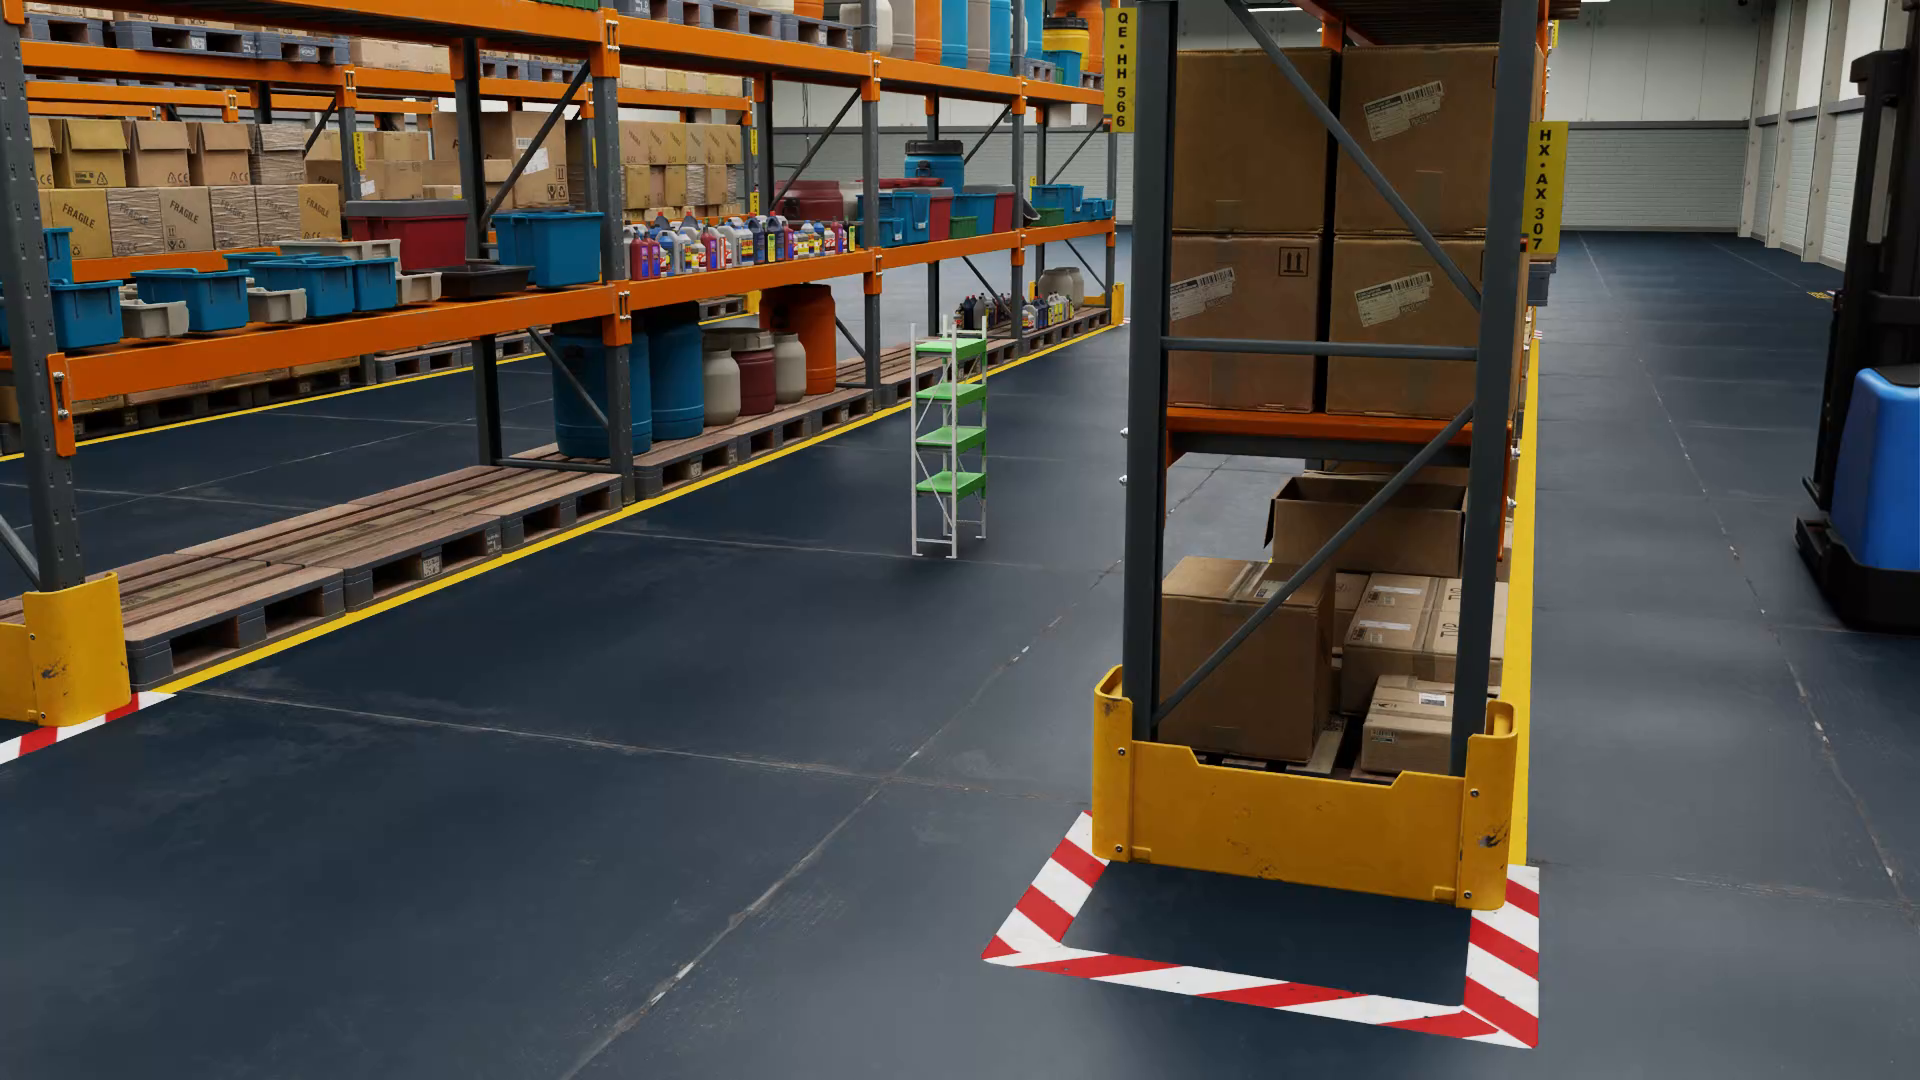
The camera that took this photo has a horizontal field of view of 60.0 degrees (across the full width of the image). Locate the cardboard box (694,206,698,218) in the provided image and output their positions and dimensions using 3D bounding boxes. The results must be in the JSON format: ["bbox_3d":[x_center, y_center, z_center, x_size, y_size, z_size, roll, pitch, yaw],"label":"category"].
[{"bbox_3d":[-3.524,-4.128,20.897,0.380,0.149,0.250,4,14,18],"label":"cardboard box"}]

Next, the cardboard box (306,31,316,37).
[{"bbox_3d":[-5.909,-4.778,15.094,0.500,0.500,0.500,5,14,20],"label":"cardboard box"}]

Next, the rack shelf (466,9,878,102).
[{"bbox_3d":[-1.787,-3.239,11.314,1.077,0.370,4.000,4,14,18],"label":"rack shelf"}]

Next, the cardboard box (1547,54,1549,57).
[{"bbox_3d":[6.011,-5.276,17.702,0.500,0.250,0.500,4,14,18],"label":"cardboard box"}]

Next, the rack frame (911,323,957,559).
[{"bbox_3d":[-0.133,-0.499,8.477,0.240,1.200,0.015,4,14,18],"label":"rack frame"}]

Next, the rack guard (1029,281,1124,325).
[{"bbox_3d":[1.468,-2.995,20.986,1.175,0.500,0.348,4,14,18],"label":"rack guard"}]

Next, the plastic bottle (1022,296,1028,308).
[{"bbox_3d":[0.672,-2.464,18.008,0.144,0.351,0.185,4,14,18],"label":"plastic bottle"}]

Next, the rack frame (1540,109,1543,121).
[{"bbox_3d":[4.840,-3.033,15.537,1.000,3.000,0.127,4,14,18],"label":"rack frame"}]

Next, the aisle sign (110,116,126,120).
[{"bbox_3d":[-12.888,-6.606,25.347,0.394,0.787,0.004,4,14,18],"label":"aisle sign"}]

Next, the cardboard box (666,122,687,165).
[{"bbox_3d":[-3.672,-4.822,20.232,0.500,0.500,0.500,4,14,18],"label":"cardboard box"}]

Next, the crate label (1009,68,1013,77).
[{"bbox_3d":[0.530,-5.253,18.853,0.502,0.251,0.408,4,14,18],"label":"crate label"}]

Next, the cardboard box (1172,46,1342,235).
[{"bbox_3d":[0.841,-1.156,4.842,0.500,0.500,0.500,4,14,18],"label":"cardboard box"}]

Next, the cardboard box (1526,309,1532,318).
[{"bbox_3d":[4.654,-1.850,14.328,0.500,0.311,0.500,4,14,18],"label":"cardboard box"}]

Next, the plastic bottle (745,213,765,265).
[{"bbox_3d":[-1.431,-2.070,11.429,0.144,0.351,0.185,4,14,18],"label":"plastic bottle"}]

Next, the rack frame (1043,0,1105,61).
[{"bbox_3d":[1.449,-7.158,20.125,1.000,3.000,0.127,4,14,18],"label":"rack frame"}]

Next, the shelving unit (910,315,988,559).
[{"bbox_3d":[-0.054,-0.550,8.702,0.258,1.200,0.503,4,14,18],"label":"shelving unit"}]

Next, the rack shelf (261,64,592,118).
[{"bbox_3d":[-5.179,-4.438,16.566,1.077,0.370,4.000,4,14,18],"label":"rack shelf"}]

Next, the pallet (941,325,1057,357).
[{"bbox_3d":[0.411,-2.170,18.019,1.003,0.211,1.213,4,14,18],"label":"pallet"}]

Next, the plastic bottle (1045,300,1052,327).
[{"bbox_3d":[0.962,-2.493,18.283,0.061,0.283,0.133,5,14,21],"label":"plastic bottle"}]

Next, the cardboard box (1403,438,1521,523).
[{"bbox_3d":[2.336,-0.204,7.771,0.500,0.500,0.500,4,14,18],"label":"cardboard box"}]

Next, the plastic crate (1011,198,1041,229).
[{"bbox_3d":[0.444,-3.462,17.552,0.767,0.338,0.504,4,14,18],"label":"plastic crate"}]

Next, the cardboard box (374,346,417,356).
[{"bbox_3d":[-5.629,-2.043,15.829,0.700,0.500,0.500,4,13,15],"label":"cardboard box"}]

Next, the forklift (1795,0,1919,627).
[{"bbox_3d":[4.848,-1.284,8.027,1.130,2.935,3.031,5,14,20],"label":"forklift"}]

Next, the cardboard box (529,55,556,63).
[{"bbox_3d":[-4.778,-5.373,17.871,0.797,0.503,0.637,4,13,16],"label":"cardboard box"}]

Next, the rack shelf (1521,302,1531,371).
[{"bbox_3d":[2.899,-1.419,10.082,1.077,0.370,4.000,4,14,18],"label":"rack shelf"}]

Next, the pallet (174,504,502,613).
[{"bbox_3d":[-3.028,0.069,8.213,1.003,0.211,1.213,4,14,18],"label":"pallet"}]

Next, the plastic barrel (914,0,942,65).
[{"bbox_3d":[-0.457,-4.515,14.324,0.600,0.830,0.708,4,14,18],"label":"plastic barrel"}]

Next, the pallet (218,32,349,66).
[{"bbox_3d":[-5.985,-4.136,14.052,1.213,0.211,1.003,5,14,21],"label":"pallet"}]

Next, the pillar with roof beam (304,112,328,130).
[{"bbox_3d":[-10.435,-10.719,35.730,9.100,9.000,0.400,4,14,18],"label":"pillar with roof beam"}]

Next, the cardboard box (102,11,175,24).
[{"bbox_3d":[-6.467,-4.191,12.692,0.797,0.503,0.637,4,14,18],"label":"cardboard box"}]

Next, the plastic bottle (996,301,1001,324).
[{"bbox_3d":[0.414,-2.572,18.632,0.061,0.283,0.133,4,14,18],"label":"plastic bottle"}]

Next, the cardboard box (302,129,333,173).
[{"bbox_3d":[-8.668,-5.028,21.514,0.875,0.550,0.550,4,14,18],"label":"cardboard box"}]

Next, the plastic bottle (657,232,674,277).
[{"bbox_3d":[-1.817,-1.764,10.266,0.097,0.271,0.097,0,13,0],"label":"plastic bottle"}]

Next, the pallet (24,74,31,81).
[{"bbox_3d":[-10.329,-4.793,16.931,1.213,0.211,1.003,5,14,21],"label":"pallet"}]

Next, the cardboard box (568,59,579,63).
[{"bbox_3d":[-4.135,-5.377,18.506,0.380,0.149,0.250,4,13,17],"label":"cardboard box"}]

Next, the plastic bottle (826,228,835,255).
[{"bbox_3d":[-0.996,-2.264,12.614,0.097,0.201,0.097,0,13,0],"label":"plastic bottle"}]

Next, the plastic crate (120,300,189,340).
[{"bbox_3d":[-3.155,-0.855,6.449,0.250,0.136,0.298,4,14,18],"label":"plastic crate"}]

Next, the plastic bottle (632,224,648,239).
[{"bbox_3d":[-2.212,-2.012,11.343,0.152,0.276,0.135,4,14,18],"label":"plastic bottle"}]

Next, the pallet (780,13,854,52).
[{"bbox_3d":[-1.480,-3.765,12.425,1.003,0.211,1.213,4,14,18],"label":"pallet"}]

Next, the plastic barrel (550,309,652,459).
[{"bbox_3d":[-2.242,-1.001,10.406,0.600,0.901,0.708,4,14,18],"label":"plastic barrel"}]

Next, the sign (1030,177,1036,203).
[{"bbox_3d":[0.929,-4.408,20.939,0.100,0.325,0.005,4,14,18],"label":"sign"}]

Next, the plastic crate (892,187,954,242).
[{"bbox_3d":[-0.328,-2.898,14.800,0.402,0.464,0.583,4,14,18],"label":"plastic crate"}]

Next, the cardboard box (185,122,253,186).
[{"bbox_3d":[-6.292,-3.153,13.583,0.797,0.503,0.637,5,14,20],"label":"cardboard box"}]

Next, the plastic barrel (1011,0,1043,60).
[{"bbox_3d":[0.578,-5.504,17.551,0.600,0.901,0.708,4,14,18],"label":"plastic barrel"}]

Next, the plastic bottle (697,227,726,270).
[{"bbox_3d":[-1.624,-1.911,10.898,0.152,0.276,0.135,4,14,18],"label":"plastic bottle"}]

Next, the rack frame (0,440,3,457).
[{"bbox_3d":[-7.121,-2.063,11.285,1.000,3.000,0.127,4,14,18],"label":"rack frame"}]

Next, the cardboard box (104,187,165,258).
[{"bbox_3d":[-6.411,-2.402,12.545,0.500,0.500,0.500,4,13,17],"label":"cardboard box"}]

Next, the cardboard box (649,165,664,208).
[{"bbox_3d":[-4.067,-4.247,19.960,0.875,0.500,0.500,4,14,18],"label":"cardboard box"}]

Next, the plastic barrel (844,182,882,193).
[{"bbox_3d":[-0.873,-2.924,14.805,0.421,0.512,0.421,0,13,0],"label":"plastic barrel"}]

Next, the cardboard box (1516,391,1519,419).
[{"bbox_3d":[3.465,-0.973,11.139,0.500,0.500,0.500,5,14,21],"label":"cardboard box"}]

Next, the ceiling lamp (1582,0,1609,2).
[{"bbox_3d":[15.177,-14.941,41.107,2.000,3.185,0.800,4,14,18],"label":"ceiling lamp"}]
